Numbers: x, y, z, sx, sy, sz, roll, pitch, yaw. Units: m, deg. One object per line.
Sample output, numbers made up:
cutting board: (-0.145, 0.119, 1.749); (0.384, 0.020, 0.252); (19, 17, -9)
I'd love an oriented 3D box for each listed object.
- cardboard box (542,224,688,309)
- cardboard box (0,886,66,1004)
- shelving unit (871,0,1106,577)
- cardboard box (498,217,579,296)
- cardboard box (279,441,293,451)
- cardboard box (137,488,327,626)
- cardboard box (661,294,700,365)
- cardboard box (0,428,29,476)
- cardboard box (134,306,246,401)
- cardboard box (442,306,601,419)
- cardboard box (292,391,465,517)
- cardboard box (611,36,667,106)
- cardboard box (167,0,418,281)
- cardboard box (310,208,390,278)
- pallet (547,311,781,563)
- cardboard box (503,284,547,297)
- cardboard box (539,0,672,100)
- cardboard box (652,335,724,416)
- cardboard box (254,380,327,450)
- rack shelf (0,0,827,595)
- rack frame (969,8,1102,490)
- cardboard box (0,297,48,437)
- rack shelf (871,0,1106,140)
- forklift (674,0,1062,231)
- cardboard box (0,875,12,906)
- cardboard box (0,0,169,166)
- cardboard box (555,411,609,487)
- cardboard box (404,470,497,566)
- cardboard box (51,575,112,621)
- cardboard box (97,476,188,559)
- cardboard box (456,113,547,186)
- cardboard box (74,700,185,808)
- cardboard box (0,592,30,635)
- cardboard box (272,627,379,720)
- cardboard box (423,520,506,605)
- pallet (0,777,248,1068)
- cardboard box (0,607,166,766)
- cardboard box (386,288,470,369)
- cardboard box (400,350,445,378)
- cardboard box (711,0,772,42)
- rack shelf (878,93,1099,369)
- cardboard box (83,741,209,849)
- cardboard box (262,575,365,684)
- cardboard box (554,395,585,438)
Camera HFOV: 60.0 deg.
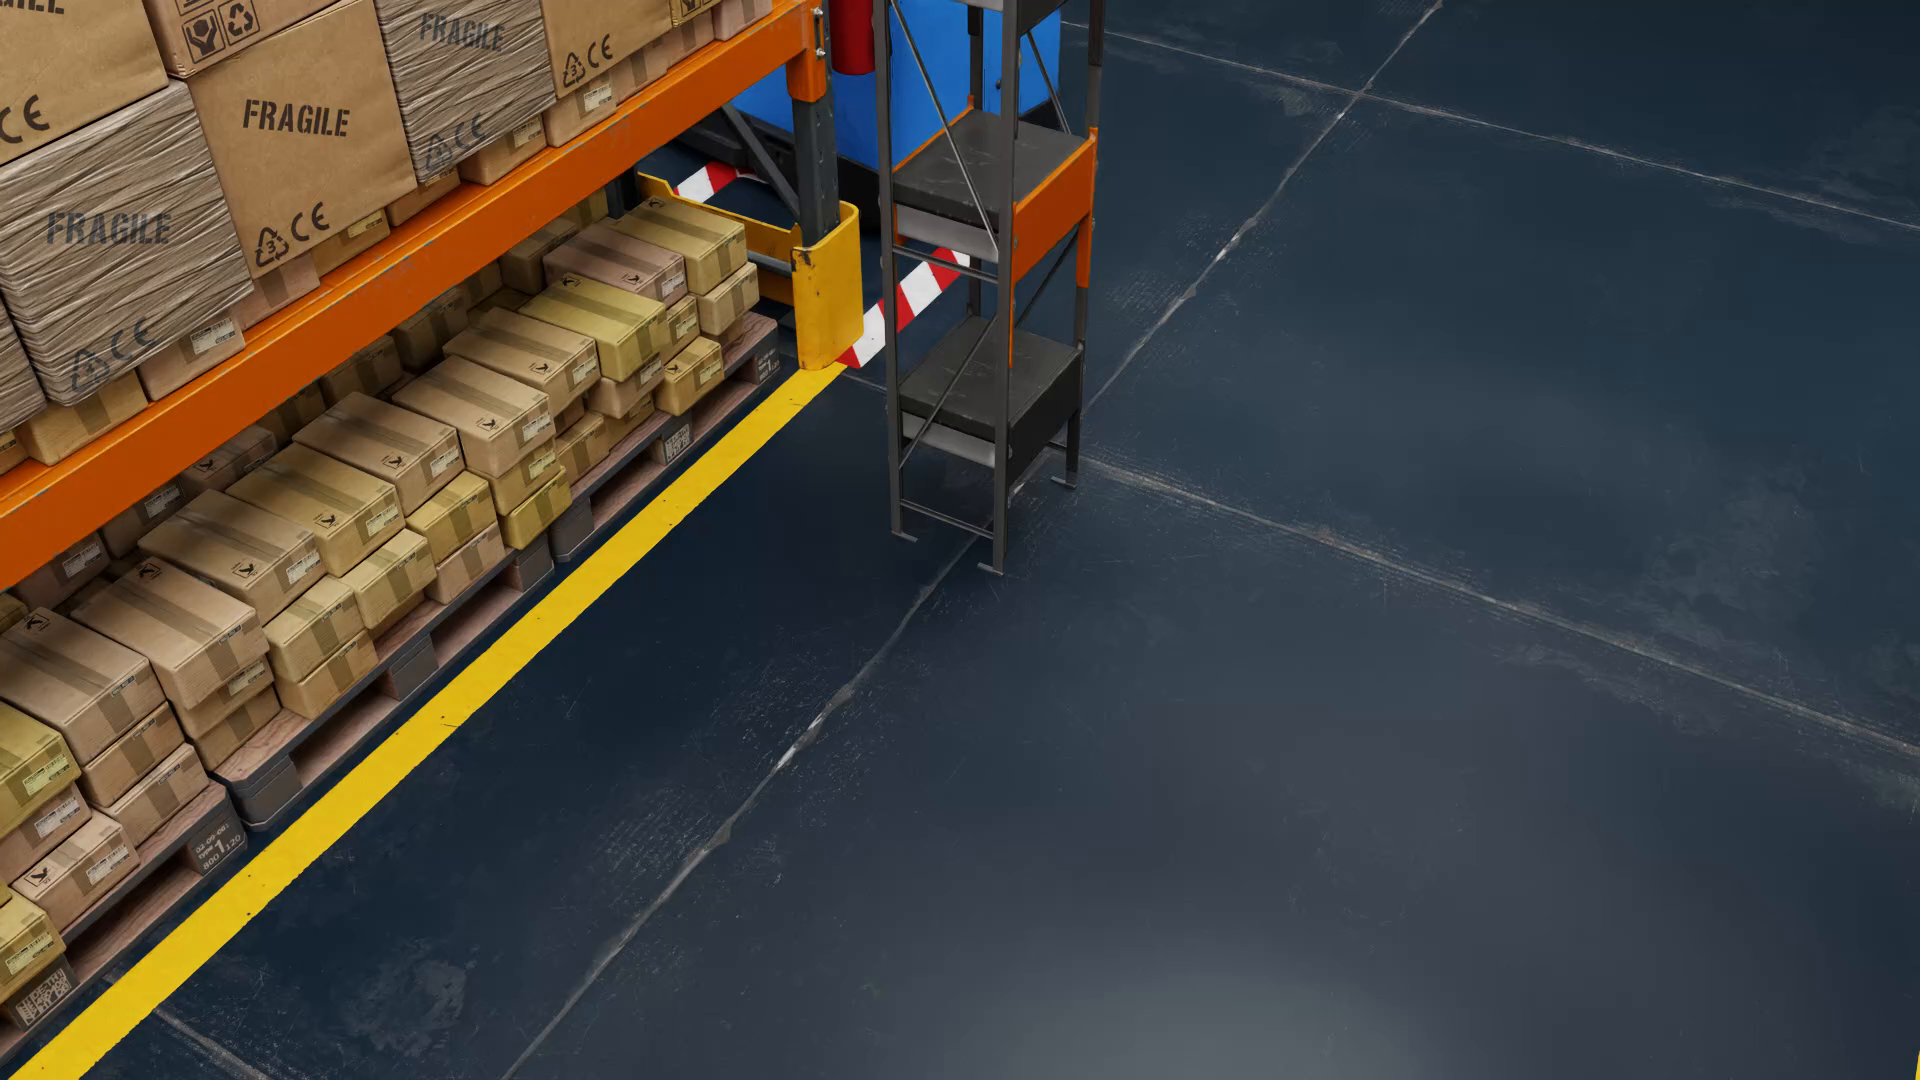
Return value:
cardboard box: (-1.104, -0.848, 5.333); (0.380, 0.149, 0.250); (22, 46, 23)
cardboard box: (-2.291, 0.898, 3.800); (0.380, 0.149, 0.250); (22, 46, 23)
shelving unit: (0.083, -0.883, 4.664); (0.431, 2.100, 0.503); (21, 45, 22)
cardboard box: (-1.473, -0.975, 5.476); (0.380, 0.149, 0.250); (22, 46, 23)
cardboard box: (-1.972, -0.263, 4.893); (0.380, 0.149, 0.250); (23, 46, 24)
cardboard box: (-1.886, 0.043, 4.321); (0.380, 0.149, 0.250); (19, 45, 20)
cardboard box: (-1.077, -0.720, 5.412); (0.380, 0.149, 0.250); (20, 45, 21)
cardboard box: (-2.166, -0.215, 3.415); (0.380, 0.149, 0.250); (19, 45, 20)
cardboard box: (-1.843, -0.489, 3.726); (0.380, 0.149, 0.250); (23, 46, 24)
cardboard box: (-1.308, -0.531, 4.972); (0.380, 0.149, 0.250); (19, 45, 20)
cardboard box: (-1.622, -0.244, 4.647); (0.380, 0.149, 0.250); (19, 45, 21)
cardboard box: (-1.071, -1.396, 4.756); (0.380, 0.149, 0.250); (20, 45, 22)
cardboard box: (-1.651, -0.987, 3.801); (0.500, 0.500, 0.500); (23, 46, 24)
cardboard box: (-1.641, -0.809, 4.089); (0.380, 0.149, 0.250); (22, 46, 23)
pallet: (-1.358, -0.505, 5.664); (1.003, 0.211, 1.213); (21, 45, 22)
cardboard box: (-1.553, -0.895, 5.611); (0.380, 0.149, 0.250); (21, 45, 22)
cardboard box: (-1.147, -1.563, 4.454); (0.500, 0.500, 0.500); (20, 45, 21)
cardboard box: (-1.007, -0.586, 5.485); (0.380, 0.149, 0.250); (22, 46, 23)
cardboard box: (-2.081, -0.413, 4.838); (0.380, 0.149, 0.250); (22, 46, 23)
rack shelf: (-1.884, -0.634, 4.245); (1.077, 0.370, 4.000); (21, 45, 22)
rack frame: (0.205, -1.022, 4.822); (0.400, 2.100, 0.015); (21, 45, 22)
cardboard box: (-2.177, -0.395, 3.128); (0.500, 0.500, 0.500); (21, 45, 22)
rack shelf: (0.083, -1.398, 4.210); (0.431, 0.518, 0.480); (21, 45, 22)
forklift: (-1.026, -3.132, 6.589); (3.031, 2.935, 1.130); (29, 49, 29)
cardboard box: (-2.377, 0.765, 3.726); (0.380, 0.149, 0.250); (21, 46, 22)
cardboard box: (-1.923, -1.042, 3.106); (0.500, 0.500, 0.500); (22, 46, 23)
cardboard box: (-1.326, -0.317, 5.180); (0.380, 0.149, 0.250); (21, 46, 22)
cardboard box: (-1.551, -0.113, 4.722); (0.380, 0.149, 0.250); (23, 46, 24)
cardboard box: (-2.438, 0.174, 4.397); (0.380, 0.149, 0.250); (22, 46, 23)
cardboard box: (-2.343, -0.131, 4.518); (0.380, 0.149, 0.250); (19, 45, 21)
cardboard box: (-1.336, -1.101, 4.421); (0.380, 0.149, 0.250); (19, 45, 20)
cardboard box: (-2.149, 0.460, 4.072); (0.380, 0.149, 0.250); (19, 45, 20)
cardboard box: (-2.523, 0.213, 4.128); (0.380, 0.149, 0.250); (22, 46, 23)
cardboard box: (-1.810, 0.294, 4.485); (0.380, 0.149, 0.250); (20, 45, 21)
cardboard box: (-1.553, -0.001, 4.821); (0.380, 0.149, 0.250); (22, 46, 23)
pallet: (-2.579, 0.891, 4.079); (1.003, 0.211, 1.213); (21, 45, 22)
cardboard box: (-2.149, 0.345, 3.978); (0.380, 0.149, 0.250); (20, 45, 21)
cardboard box: (-1.762, -0.704, 5.168); (0.380, 0.149, 0.250); (19, 45, 20)
cardboard box: (-1.821, -0.615, 5.293); (0.380, 0.149, 0.250); (22, 46, 23)
cardboard box: (-0.801, -1.674, 5.072); (0.380, 0.149, 0.250); (21, 46, 22)
rack shelf: (0.083, -0.872, 4.673); (0.431, 0.518, 0.480); (21, 45, 22)
cardboard box: (-2.128, 0.577, 4.165); (0.380, 0.149, 0.250); (20, 45, 21)
cardboard box: (-1.810, 0.187, 4.382); (0.380, 0.149, 0.250); (21, 45, 22)
cardboard box: (-1.382, -0.434, 5.087); (0.380, 0.149, 0.250); (20, 45, 22)
